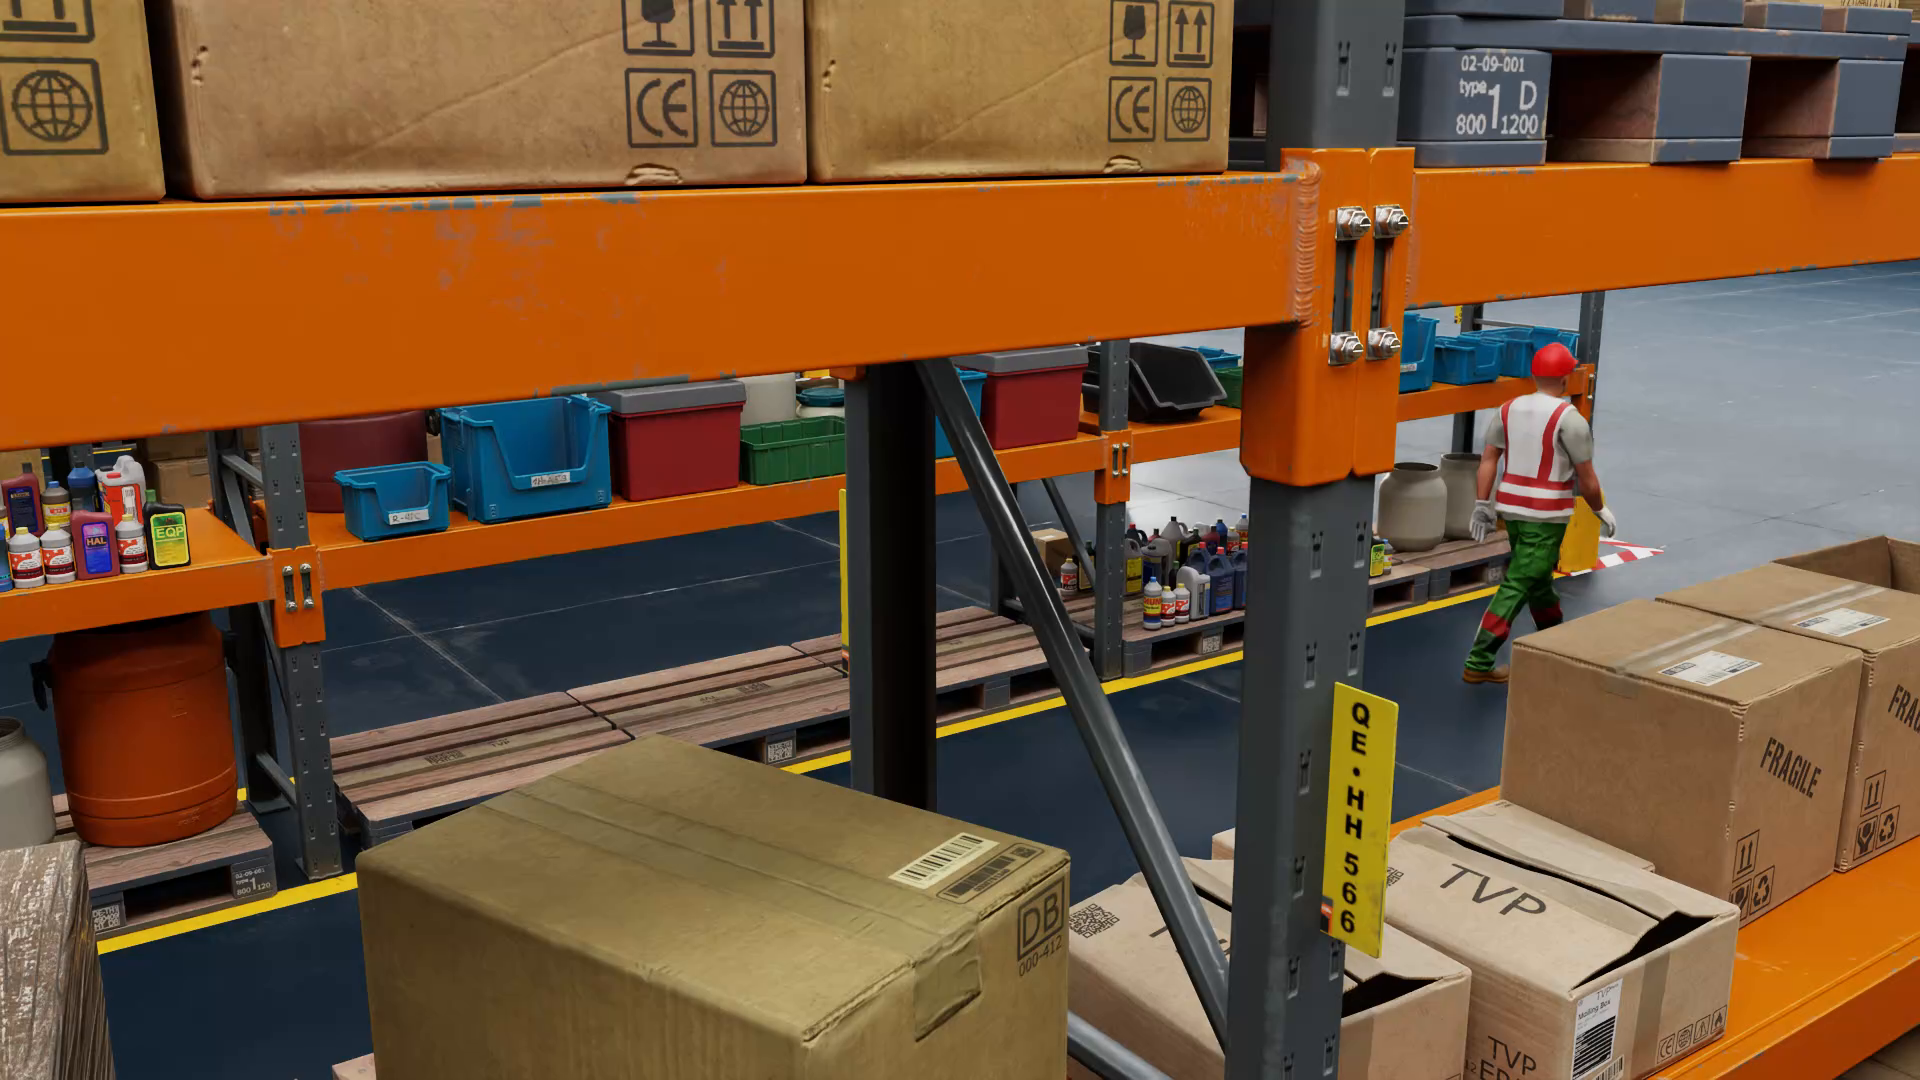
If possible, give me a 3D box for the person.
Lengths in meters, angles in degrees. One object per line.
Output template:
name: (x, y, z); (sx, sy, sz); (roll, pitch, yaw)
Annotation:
person: (3.018, -0.154, 8.539); (1.069, 1.724, 0.559); (-8, 16, -29)
